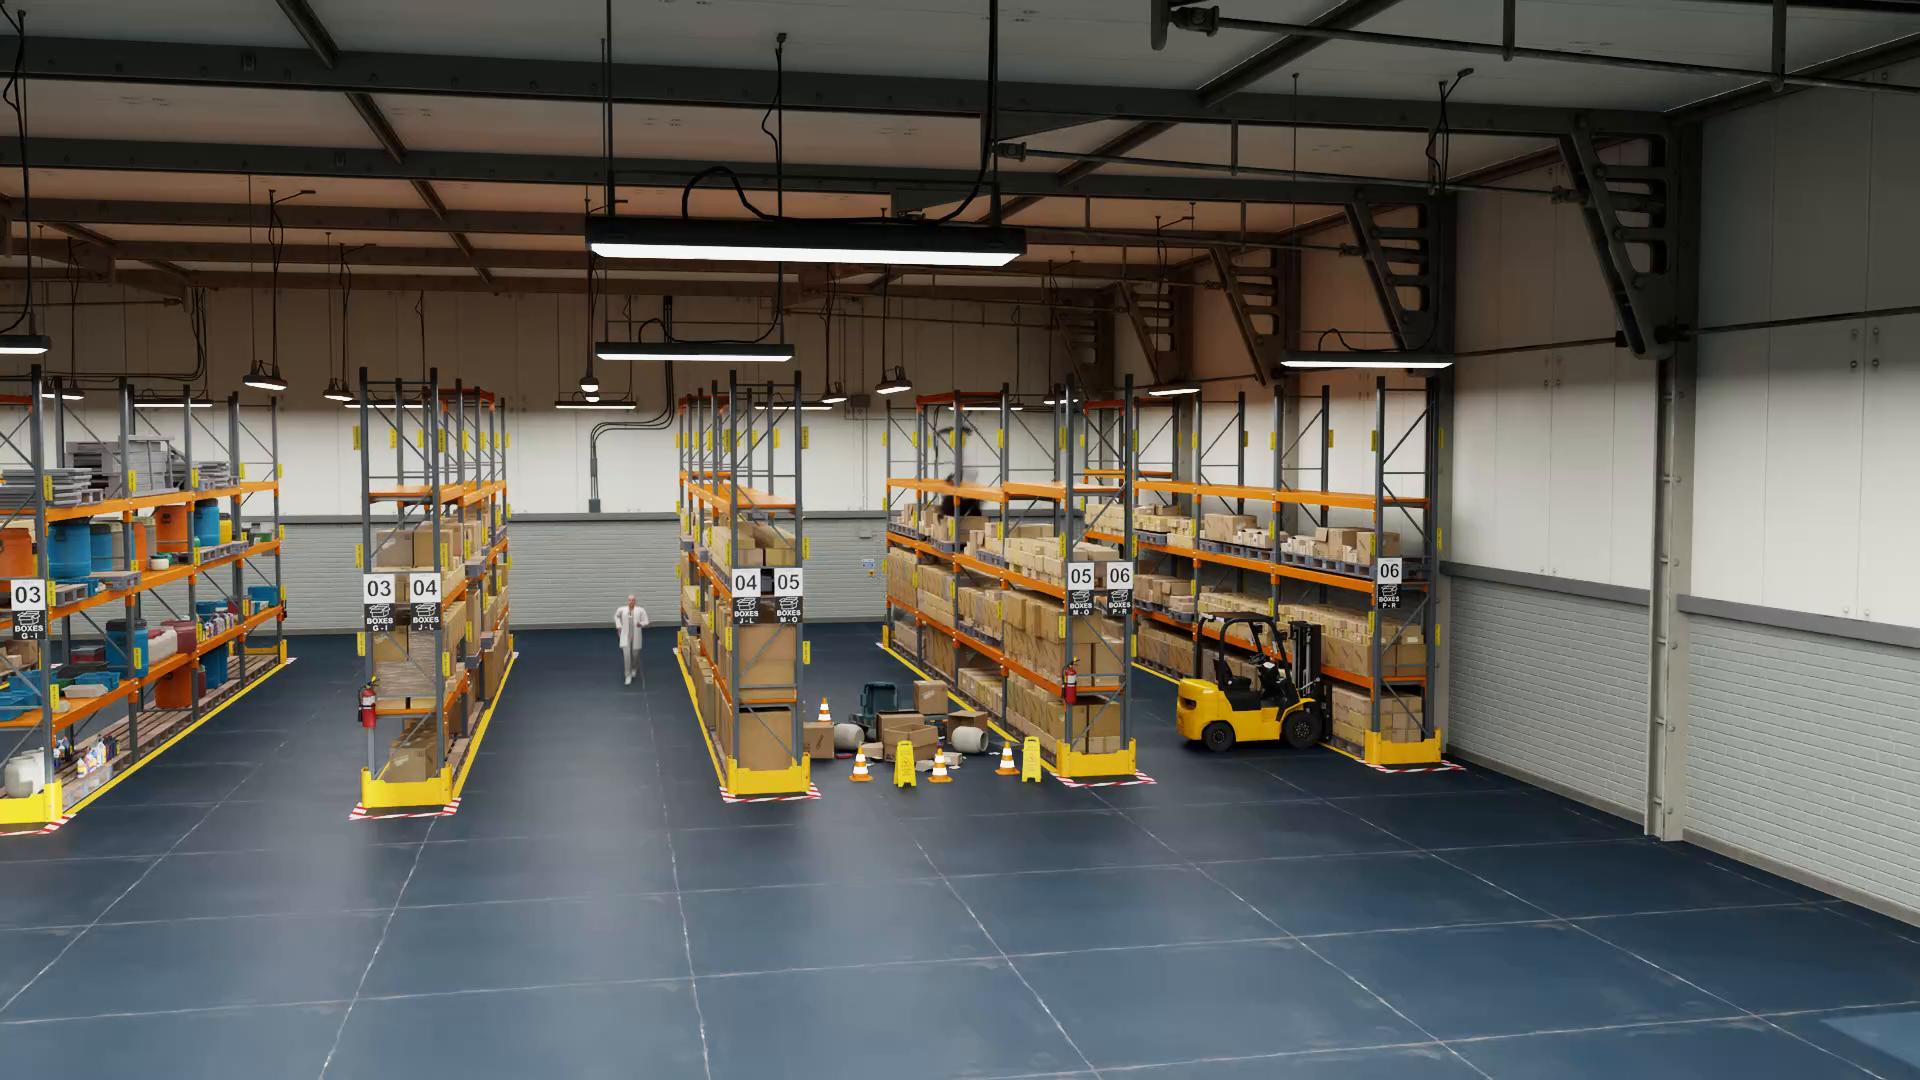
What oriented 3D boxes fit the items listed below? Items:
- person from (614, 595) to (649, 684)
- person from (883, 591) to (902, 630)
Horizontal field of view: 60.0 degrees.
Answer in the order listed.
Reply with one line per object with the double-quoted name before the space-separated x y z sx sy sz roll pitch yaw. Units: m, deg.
"person" -6.834 2.041 34.603 0.705 1.802 1.046 -1 3 -10
"person" -1.614 1.659 41.711 0.661 1.755 0.702 0 3 3
